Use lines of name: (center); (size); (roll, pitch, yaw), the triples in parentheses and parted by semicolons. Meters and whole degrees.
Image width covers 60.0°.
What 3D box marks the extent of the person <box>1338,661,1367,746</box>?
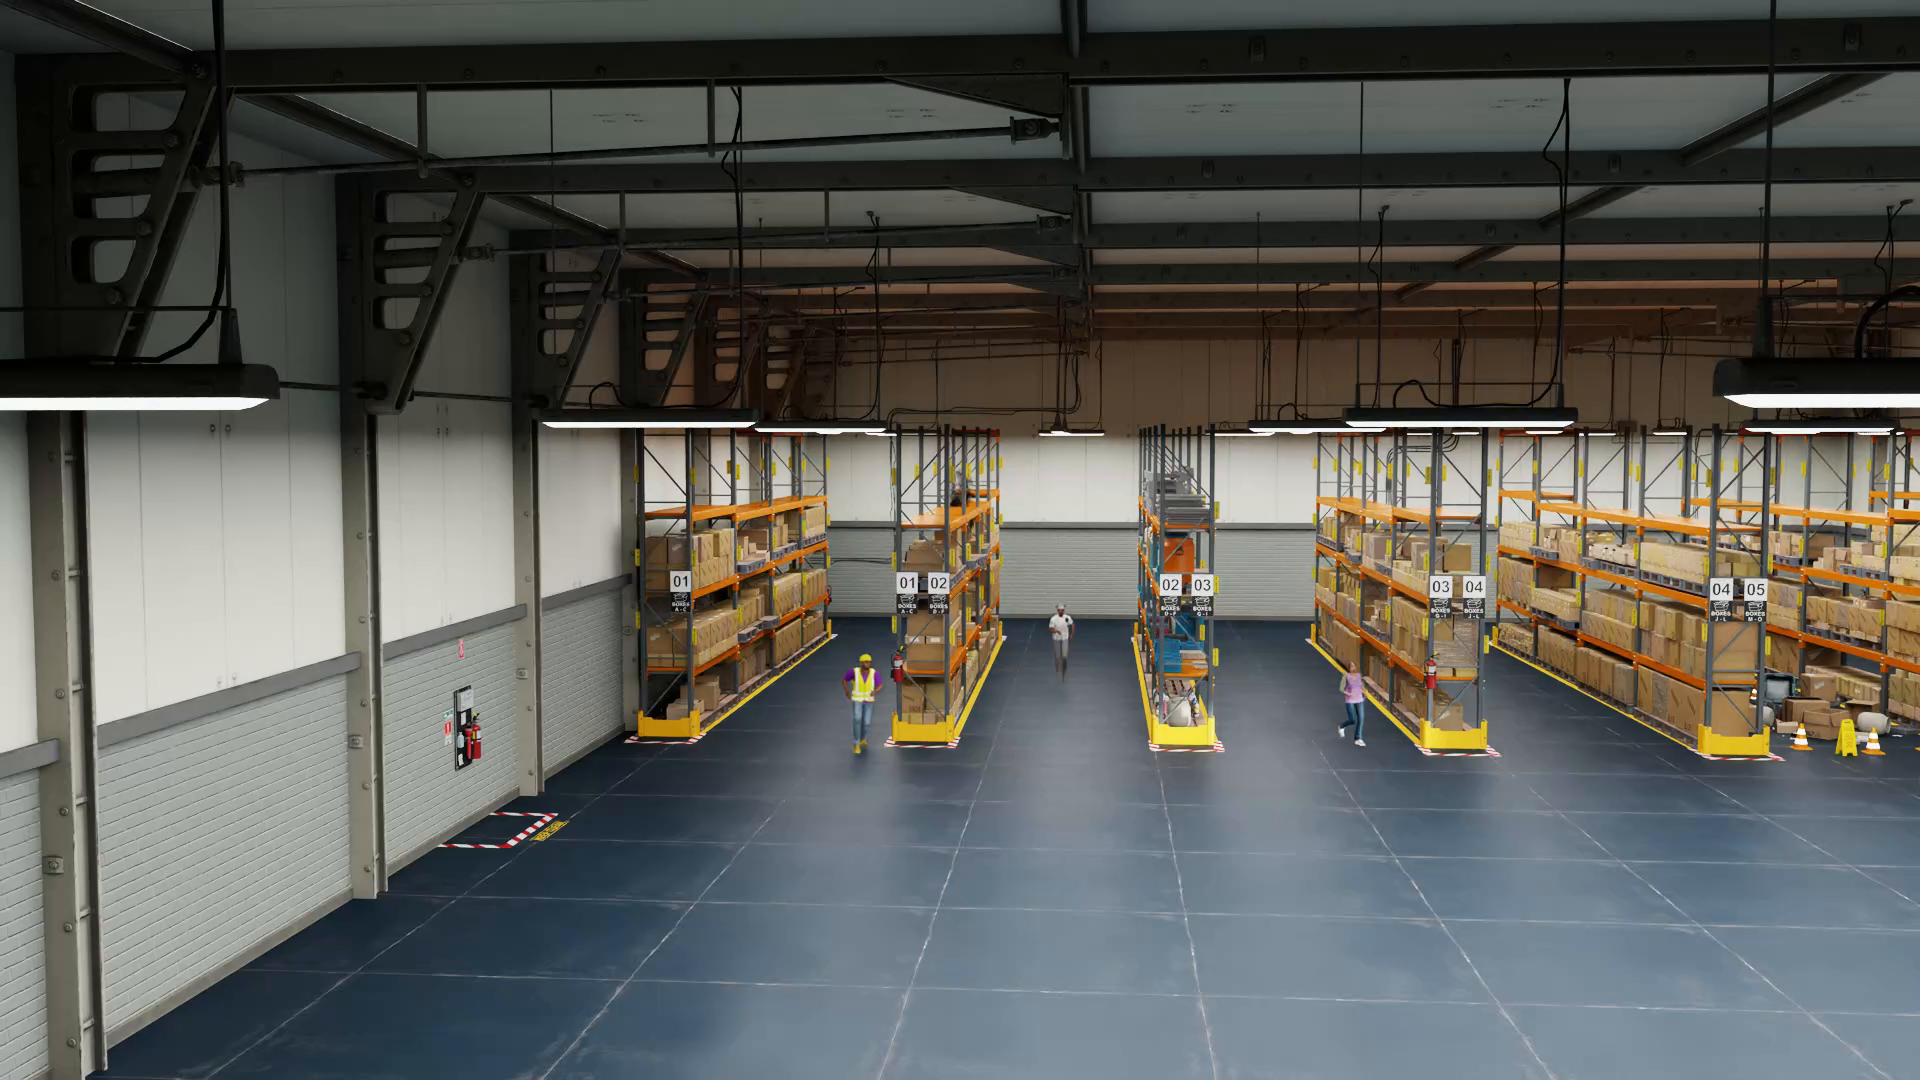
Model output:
person: (7.423, 3.054, 31.205); (0.554, 1.541, 0.768); (-1, 4, -12)

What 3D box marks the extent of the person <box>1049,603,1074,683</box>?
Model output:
person: (2.304, 2.329, 37.678); (0.584, 1.805, 0.699); (0, 3, 0)

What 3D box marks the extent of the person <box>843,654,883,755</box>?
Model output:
person: (-1.762, 2.991, 30.534); (0.703, 1.801, 0.832); (-1, 4, -16)
